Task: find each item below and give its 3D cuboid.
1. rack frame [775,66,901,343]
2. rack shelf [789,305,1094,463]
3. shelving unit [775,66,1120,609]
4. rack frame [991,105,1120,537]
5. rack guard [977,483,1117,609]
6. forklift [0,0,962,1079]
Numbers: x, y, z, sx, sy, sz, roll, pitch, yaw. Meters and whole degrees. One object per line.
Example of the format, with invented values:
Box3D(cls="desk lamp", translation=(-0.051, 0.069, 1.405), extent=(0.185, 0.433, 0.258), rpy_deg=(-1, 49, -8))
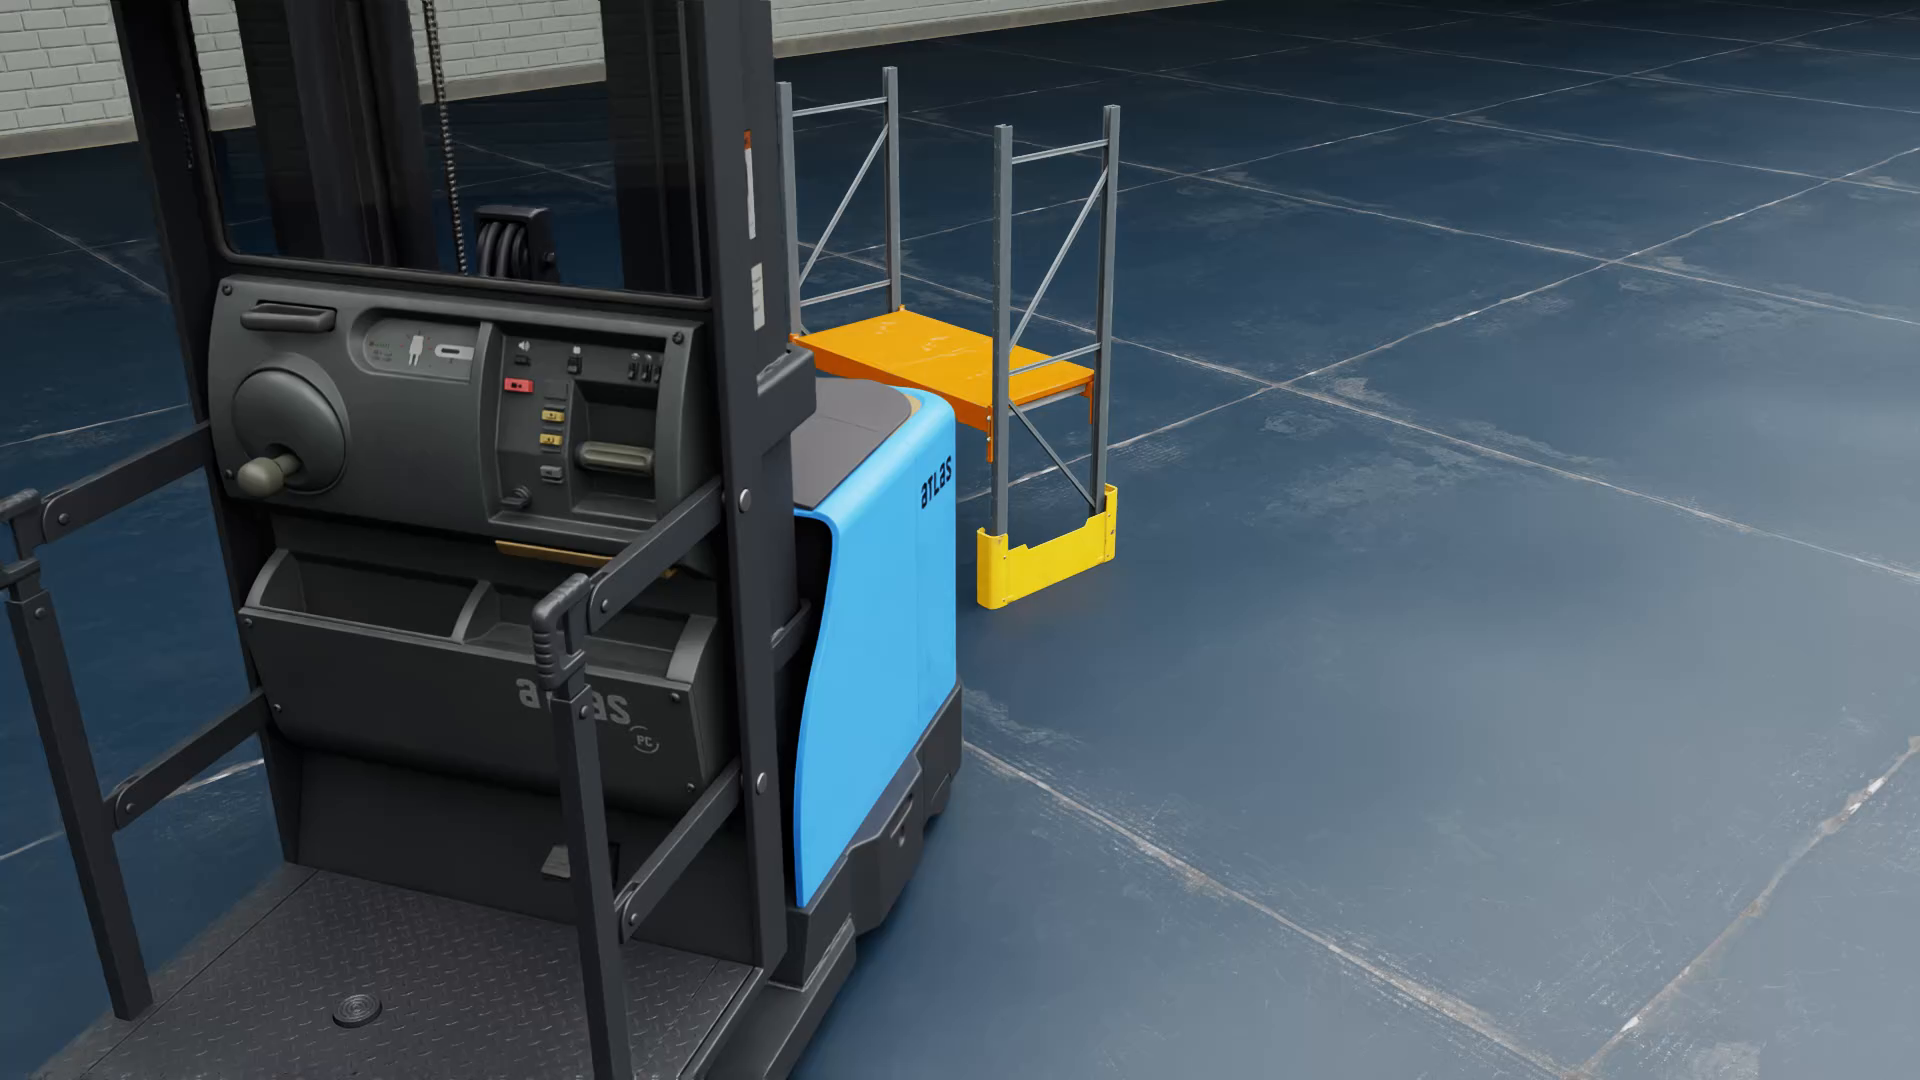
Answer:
Box3D(cls="rack frame", translation=(-0.406, -0.862, 5.833), extent=(0.500, 1.500, 0.032), rpy_deg=(-21, 32, -38))
Box3D(cls="rack shelf", translation=(-0.058, -0.545, 5.570), extent=(0.538, 0.185, 1.000), rpy_deg=(-21, 32, -38))
Box3D(cls="shelving unit", translation=(-0.052, -0.705, 5.489), extent=(0.587, 1.500, 1.083), rpy_deg=(-21, 32, -38))
Box3D(cls="rack frame", translation=(0.289, -0.554, 5.158), extent=(0.500, 1.500, 0.032), rpy_deg=(-21, 32, -38))
Box3D(cls="rack guard", translation=(0.288, 0.014, 5.418), extent=(0.587, 0.250, 0.087), rpy_deg=(-21, 32, -38))
Box3D(cls="forklift", translation=(-0.944, -0.193, 2.642), extent=(1.130, 2.935, 3.031), rpy_deg=(8, 26, 17))
